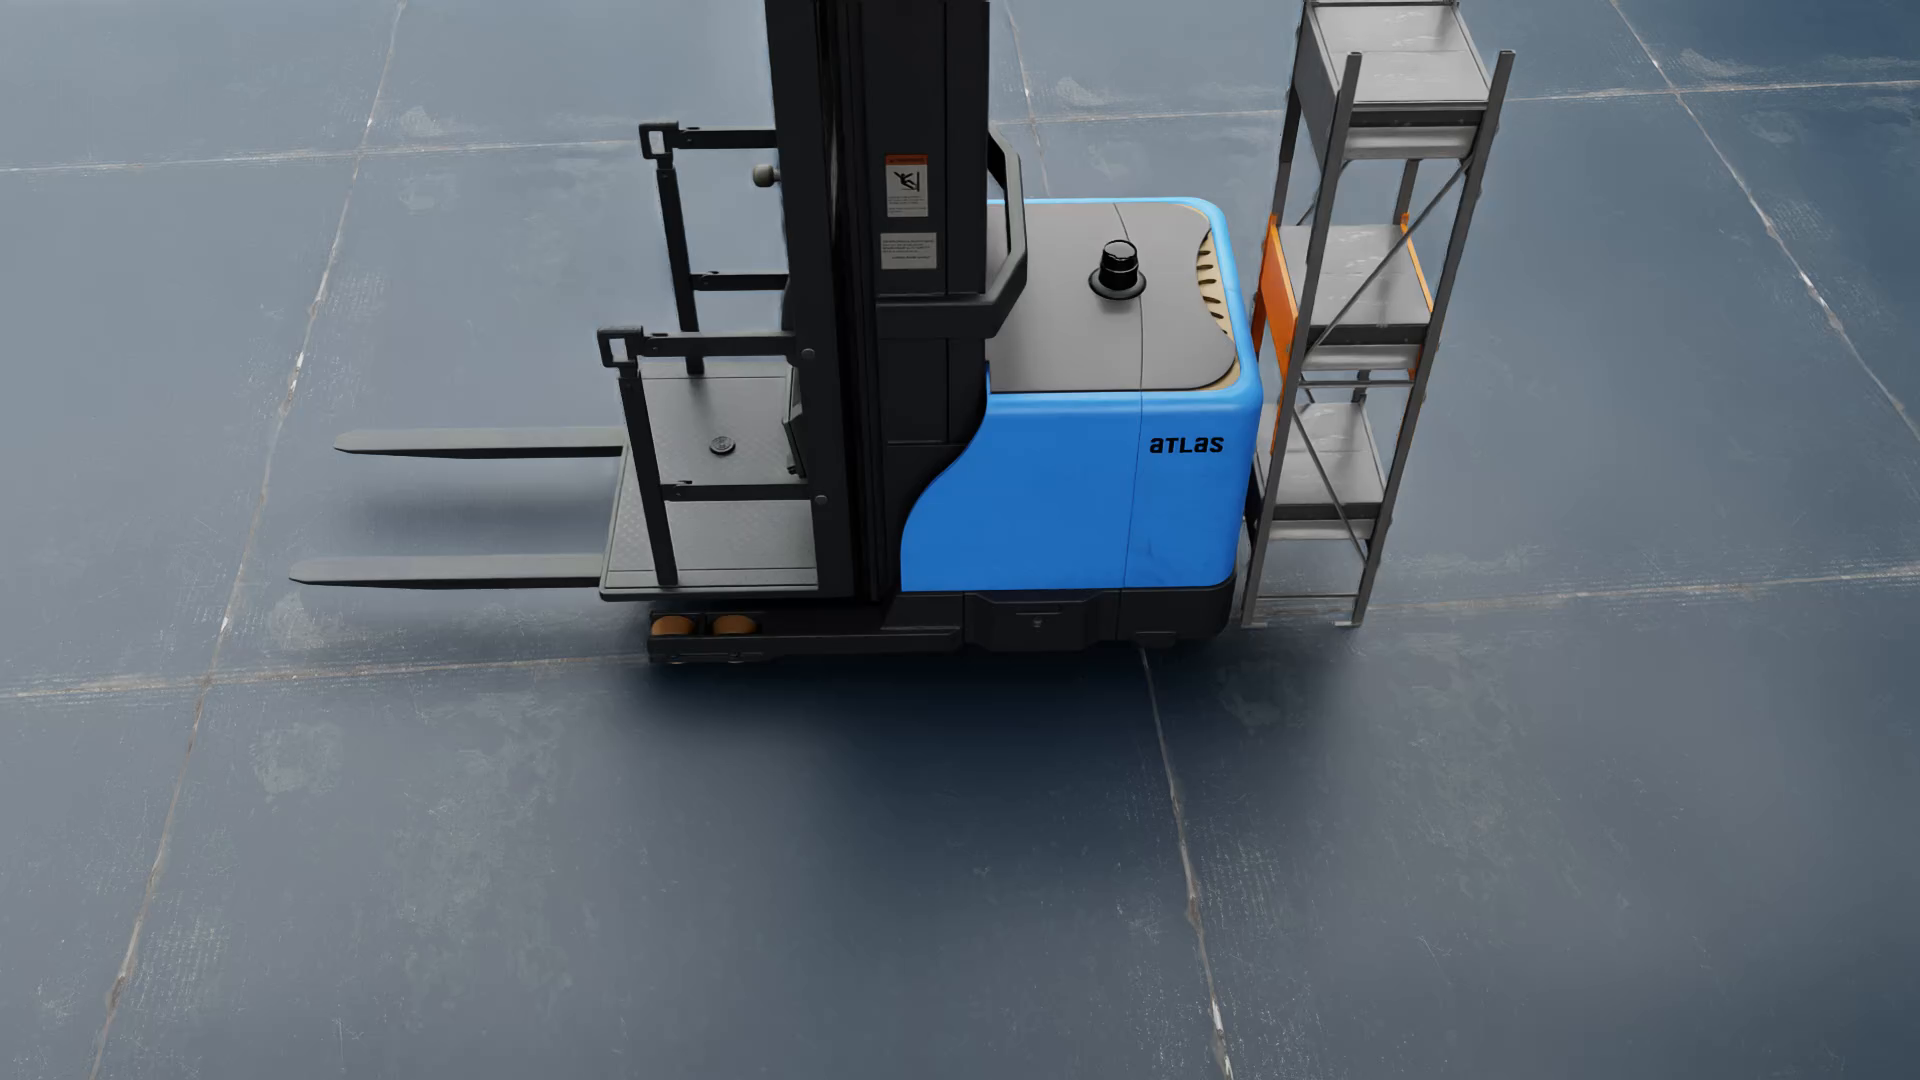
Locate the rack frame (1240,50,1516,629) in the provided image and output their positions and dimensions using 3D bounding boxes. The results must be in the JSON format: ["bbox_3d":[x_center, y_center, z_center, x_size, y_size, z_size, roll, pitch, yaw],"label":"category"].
[{"bbox_3d":[1.123,-0.439,4.719,0.400,2.100,0.015,-1,47,-1],"label":"rack frame"}]

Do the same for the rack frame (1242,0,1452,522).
[{"bbox_3d":[1.112,-0.793,5.055,0.400,2.100,0.015,-1,47,-1],"label":"rack frame"}]

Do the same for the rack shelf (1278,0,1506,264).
[{"bbox_3d":[1.117,-1.088,4.389,0.431,0.518,0.480,-1,47,-1],"label":"rack shelf"}]

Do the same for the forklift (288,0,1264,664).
[{"bbox_3d":[-0.647,-0.998,4.676,3.031,2.935,1.130,-1,47,-1],"label":"forklift"}]

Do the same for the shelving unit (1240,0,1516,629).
[{"bbox_3d":[1.117,-0.616,4.887,0.431,2.100,0.503,-1,47,-1],"label":"shelving unit"}]

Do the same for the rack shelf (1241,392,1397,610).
[{"bbox_3d":[1.117,-0.125,5.405,0.431,0.518,0.480,-1,47,-1],"label":"rack shelf"}]

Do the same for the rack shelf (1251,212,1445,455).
[{"bbox_3d":[1.117,-0.606,4.897,0.431,0.518,0.480,-1,47,-1],"label":"rack shelf"}]
